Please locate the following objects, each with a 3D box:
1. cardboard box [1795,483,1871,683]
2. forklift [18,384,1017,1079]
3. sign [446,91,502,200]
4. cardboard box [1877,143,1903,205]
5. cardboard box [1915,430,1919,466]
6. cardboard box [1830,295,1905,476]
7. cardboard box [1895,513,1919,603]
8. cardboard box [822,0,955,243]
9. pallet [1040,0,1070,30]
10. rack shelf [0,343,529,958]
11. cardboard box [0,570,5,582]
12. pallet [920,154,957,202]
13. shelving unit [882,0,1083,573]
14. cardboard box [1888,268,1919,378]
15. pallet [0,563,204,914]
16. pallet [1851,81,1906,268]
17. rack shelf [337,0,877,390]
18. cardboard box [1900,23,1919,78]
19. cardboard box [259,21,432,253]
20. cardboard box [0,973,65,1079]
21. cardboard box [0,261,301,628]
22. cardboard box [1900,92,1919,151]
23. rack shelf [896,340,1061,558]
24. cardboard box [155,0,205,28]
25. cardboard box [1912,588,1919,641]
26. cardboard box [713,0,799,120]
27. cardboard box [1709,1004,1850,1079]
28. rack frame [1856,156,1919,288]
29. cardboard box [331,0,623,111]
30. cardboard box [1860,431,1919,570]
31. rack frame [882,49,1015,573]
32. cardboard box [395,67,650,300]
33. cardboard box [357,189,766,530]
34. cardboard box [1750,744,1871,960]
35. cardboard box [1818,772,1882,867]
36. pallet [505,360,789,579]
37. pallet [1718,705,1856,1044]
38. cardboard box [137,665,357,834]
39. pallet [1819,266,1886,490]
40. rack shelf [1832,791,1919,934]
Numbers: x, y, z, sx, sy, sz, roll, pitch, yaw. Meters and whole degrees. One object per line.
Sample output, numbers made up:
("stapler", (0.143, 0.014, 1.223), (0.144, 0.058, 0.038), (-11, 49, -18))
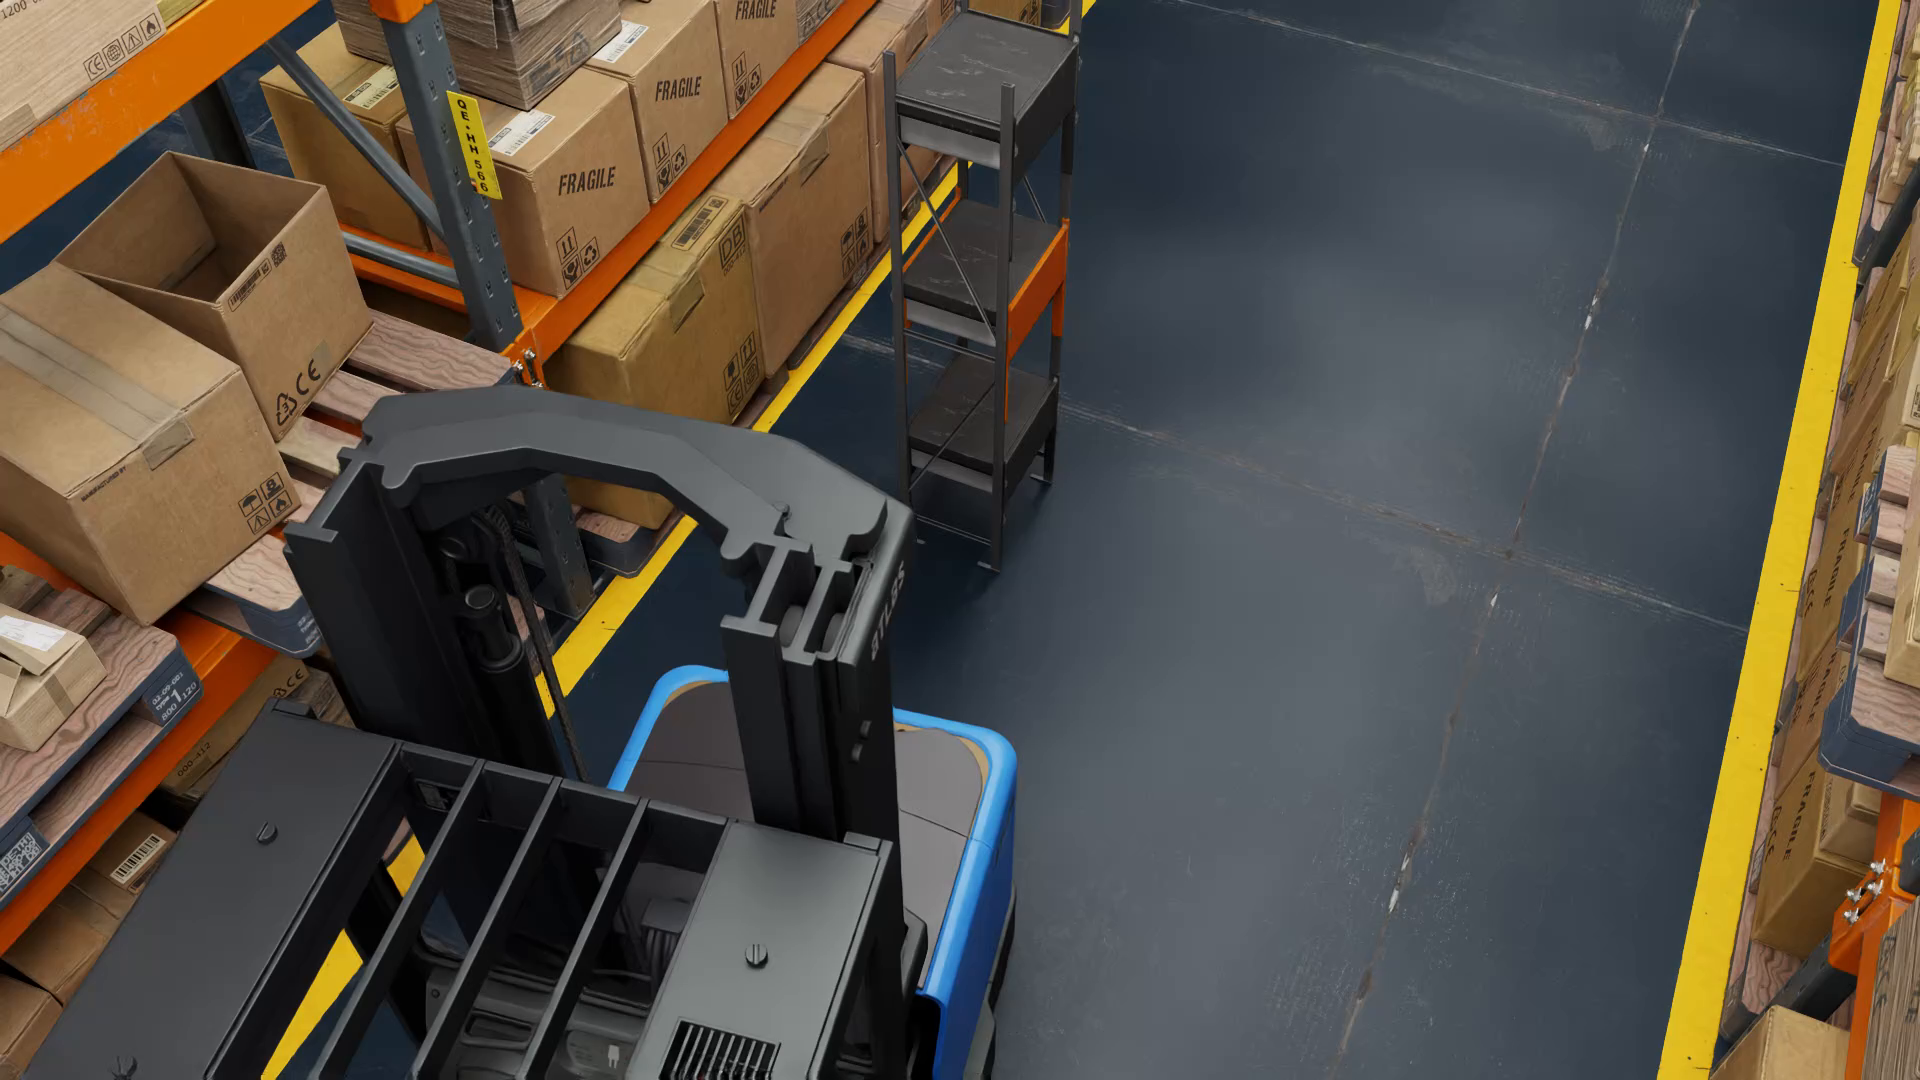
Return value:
("cardboard box", (3.121, 0.215, 5.463), (0.500, 0.500, 0.500), (18, 52, 14))
("forklift", (-0.704, 1.255, 3.258), (1.130, 2.935, 3.031), (11, 51, 10))
("sign", (-1.307, -1.058, 4.473), (0.100, 0.325, 0.005), (20, 52, 16))
("cardboard box", (4.208, -1.543, 7.189), (0.380, 0.149, 0.250), (20, 53, 17))
("cardboard box", (2.762, -0.257, 4.389), (0.380, 0.149, 0.250), (19, 52, 16))
("cardboard box", (3.568, -0.488, 6.062), (0.500, 0.500, 0.500), (22, 53, 18))
("cardboard box", (2.542, 0.090, 4.093), (0.380, 0.149, 0.250), (20, 52, 16))
("cardboard box", (-0.729, -2.018, 7.117), (1.225, 0.875, 0.875), (18, 52, 15))
("pallet", (0.303, -3.228, 8.858), (1.003, 0.211, 1.213), (20, 52, 16))
("rack shelf", (-2.656, 0.732, 4.130), (1.077, 0.370, 4.000), (20, 52, 16))
("cardboard box", (-2.726, 0.113, 4.007), (0.500, 0.250, 0.500), (18, 52, 15))
("pallet", (-0.355, -2.174, 7.961), (1.003, 0.211, 1.213), (20, 52, 16))
("shelving unit", (0.071, -0.794, 5.547), (0.431, 2.100, 0.503), (20, 52, 16))
("cardboard box", (3.569, -0.728, 5.773), (0.500, 0.250, 0.500), (21, 53, 17))
("pallet", (-2.611, 0.560, 3.930), (1.003, 0.211, 1.213), (20, 52, 16))
("pallet", (4.603, -1.520, 7.405), (1.003, 0.211, 1.213), (20, 52, 16))
("rack shelf", (-0.947, -2.023, 6.474), (1.077, 0.370, 4.000), (20, 52, 16))
("cardboard box", (4.650, -2.256, 7.796), (0.380, 0.149, 0.250), (20, 52, 16))
("cardboard box", (-1.815, -1.332, 5.348), (0.500, 0.500, 0.500), (21, 53, 17))
("cardboard box", (-2.770, 1.420, 4.425), (0.700, 0.500, 0.500), (16, 51, 13))
("cardboard box", (-2.144, -0.245, 4.148), (0.700, 0.500, 0.500), (27, 55, 21))
("cardboard box", (4.300, -1.769, 7.187), (0.380, 0.149, 0.250), (18, 52, 14))
("rack shelf", (0.071, -0.332, 6.091), (0.431, 0.518, 0.480), (20, 52, 16))
("cardboard box", (-1.783, -1.395, 3.596), (0.500, 0.250, 0.500), (20, 52, 16))
("cardboard box", (2.439, 0.165, 3.834), (0.380, 0.149, 0.250), (21, 53, 17))
("cardboard box", (-0.914, -1.867, 5.803), (0.500, 0.500, 0.500), (19, 52, 15))
("cardboard box", (2.298, 1.788, 3.961), (1.050, 0.750, 0.750), (19, 52, 16))
("rack frame", (4.348, -1.950, 5.939), (1.000, 3.000, 0.127), (20, 52, 16))
("cardboard box", (-1.475, -1.734, 5.032), (0.797, 0.503, 0.637), (21, 53, 17))
("cardboard box", (3.132, -0.017, 5.168), (0.500, 0.250, 0.500), (21, 53, 17))
("rack frame", (-0.034, -0.626, 5.404), (0.400, 2.100, 0.015), (20, 52, 16))
("cardboard box", (-1.348, -1.157, 5.200), (0.500, 0.500, 0.500), (21, 53, 17))
("cardboard box", (-1.488, -0.795, 6.076), (1.225, 0.875, 0.875), (18, 52, 14))
("cardboard box", (2.684, 0.940, 4.846), (0.500, 0.500, 0.500), (20, 52, 16))
("cardboard box", (2.695, 0.679, 4.576), (0.500, 0.250, 0.500), (19, 52, 15))
("pallet", (-1.397, -0.493, 6.531), (1.003, 0.211, 1.213), (20, 52, 16))
("pallet", (2.975, 1.171, 5.115), (1.003, 0.211, 1.213), (20, 52, 16))
("cardboard box", (-2.295, 0.643, 5.086), (0.700, 0.500, 0.500), (16, 51, 13))
("pallet", (4.017, -0.509, 6.545), (1.003, 0.211, 1.213), (20, 52, 16))
("rack shelf", (3.494, -0.339, 5.042), (1.077, 0.370, 4.000), (20, 52, 16))
